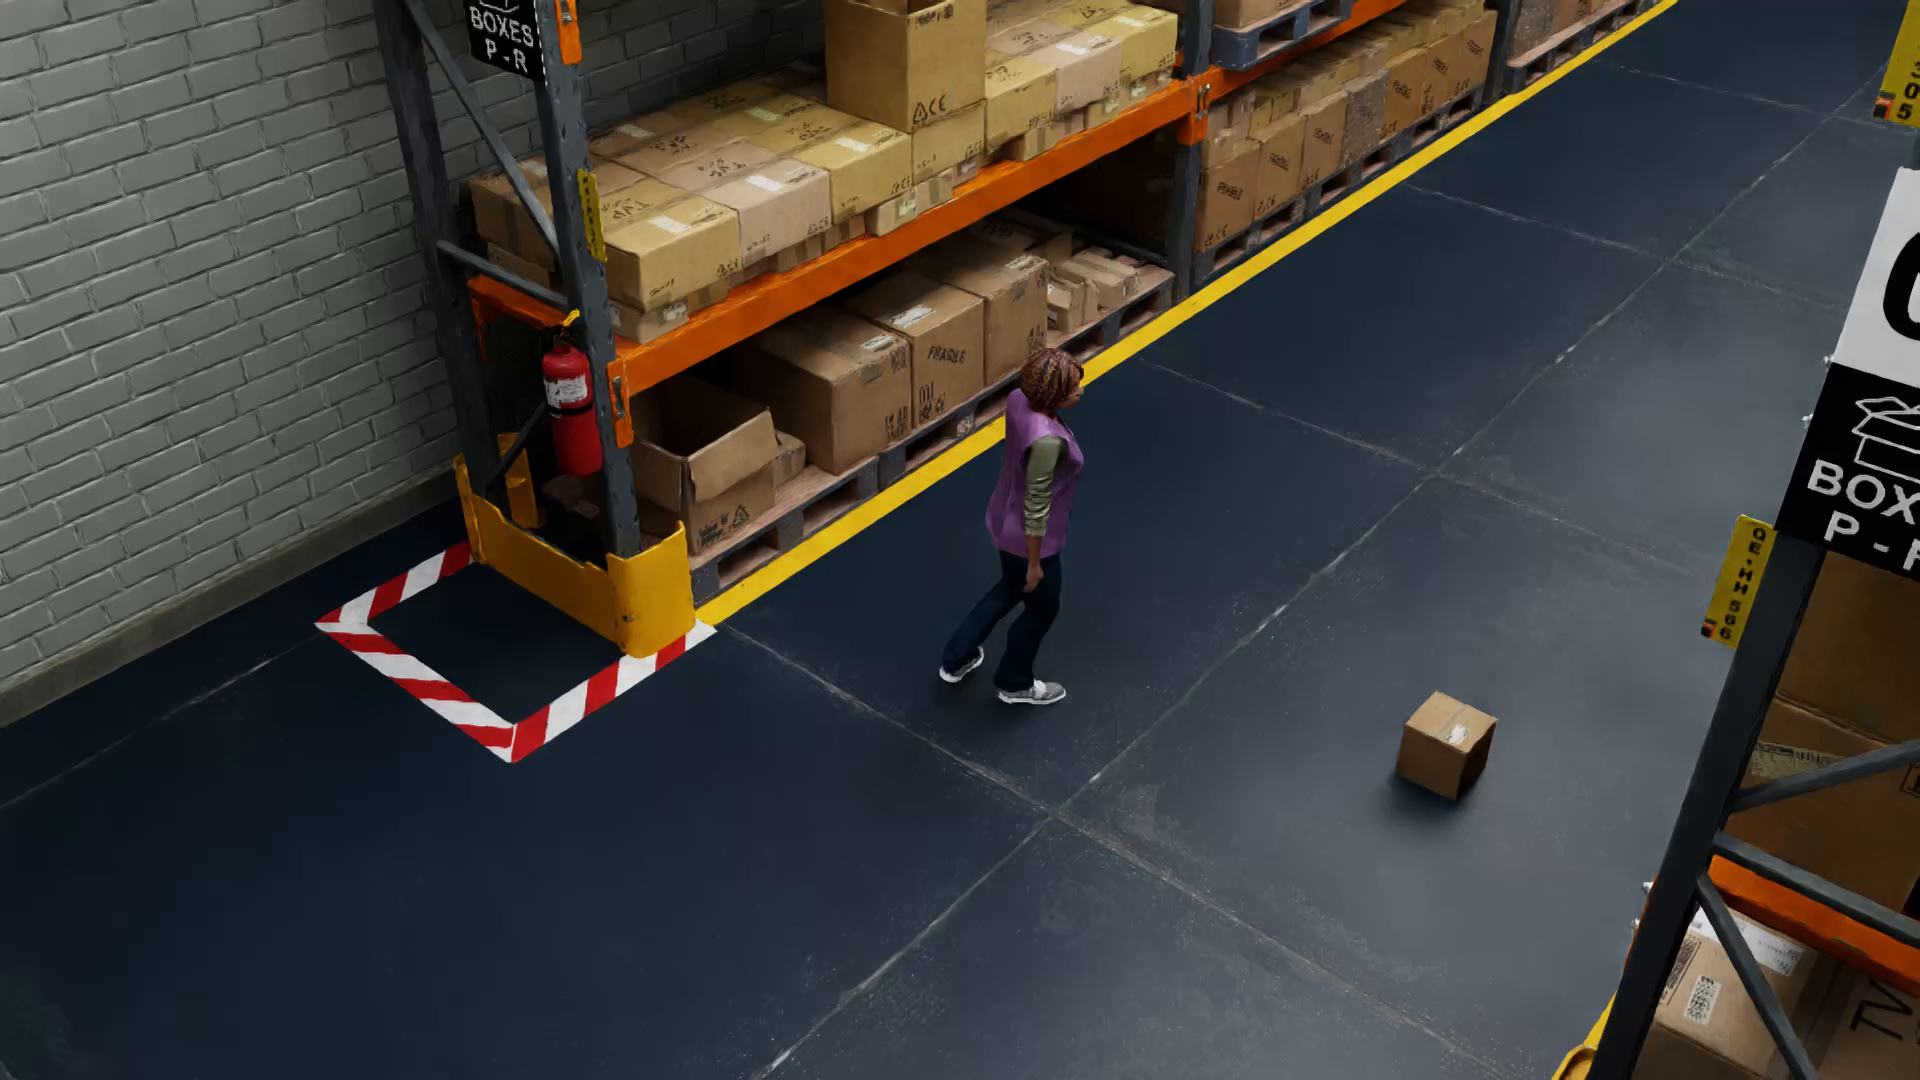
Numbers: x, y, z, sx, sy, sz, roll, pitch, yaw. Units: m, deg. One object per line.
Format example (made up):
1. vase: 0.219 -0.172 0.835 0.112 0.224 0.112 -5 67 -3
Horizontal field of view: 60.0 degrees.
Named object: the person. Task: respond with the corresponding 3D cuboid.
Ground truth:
1. person: 0.181 -0.015 6.176 0.504 1.587 0.463 -8 36 -11
